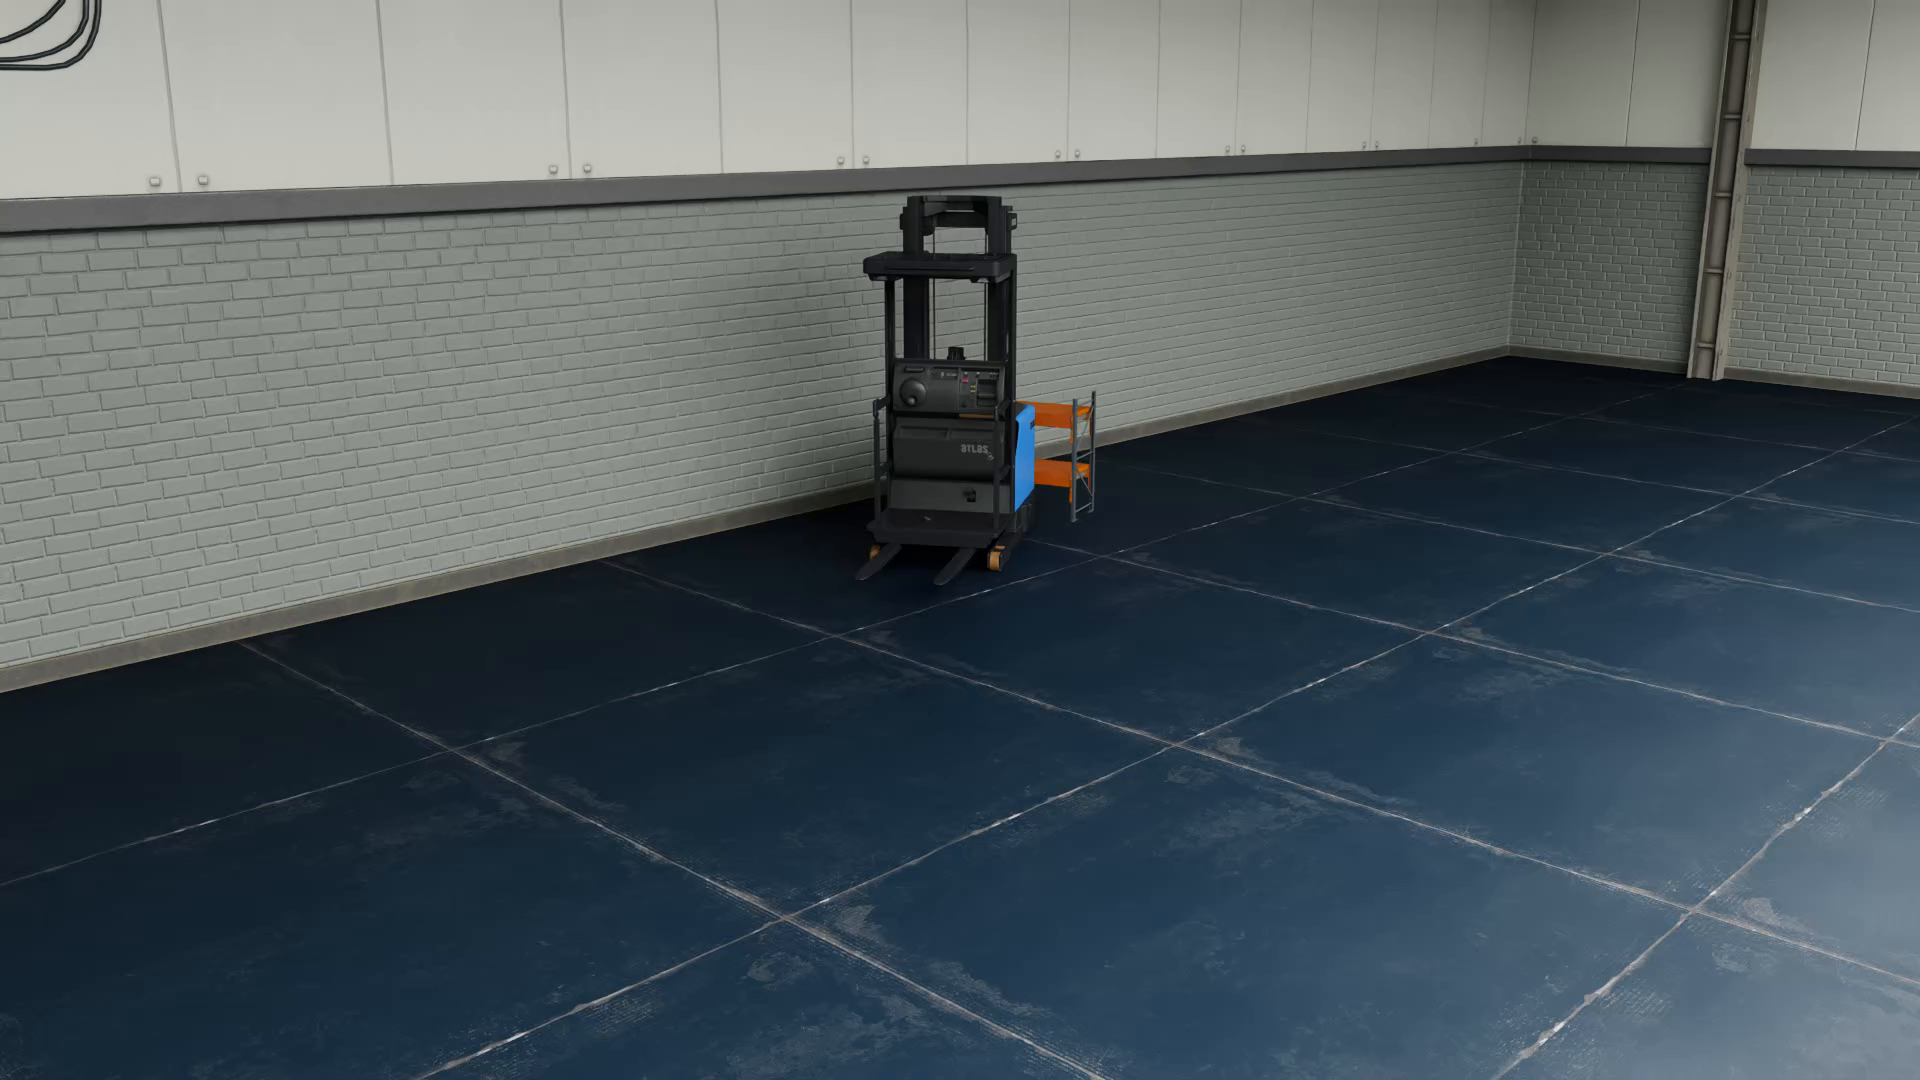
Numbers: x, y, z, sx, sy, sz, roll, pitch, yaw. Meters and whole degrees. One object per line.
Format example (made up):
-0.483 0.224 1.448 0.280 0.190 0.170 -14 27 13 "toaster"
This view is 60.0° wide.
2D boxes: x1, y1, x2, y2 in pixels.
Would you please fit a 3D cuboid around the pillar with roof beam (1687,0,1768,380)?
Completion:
7.355 -5.827 18.948 0.400 9.000 9.100 14 20 42 "pillar with roof beam"

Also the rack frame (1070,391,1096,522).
1.124 -0.764 15.135 0.032 1.125 0.500 7 16 25 "rack frame"

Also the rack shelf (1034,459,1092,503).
0.667 -0.584 15.411 1.000 0.278 0.538 7 16 25 "rack shelf"

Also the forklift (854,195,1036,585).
-0.134 -1.265 13.474 1.130 2.935 3.031 3 15 12 "forklift"

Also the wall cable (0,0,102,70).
-6.123 -5.012 9.077 0.169 6.003 2.305 14 20 42 "wall cable"

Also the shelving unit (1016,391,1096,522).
0.667 -0.820 15.350 1.048 1.125 0.538 7 16 25 "shelving unit"

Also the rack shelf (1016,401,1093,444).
0.667 -1.104 15.276 1.000 0.278 0.538 7 16 25 "rack shelf"
